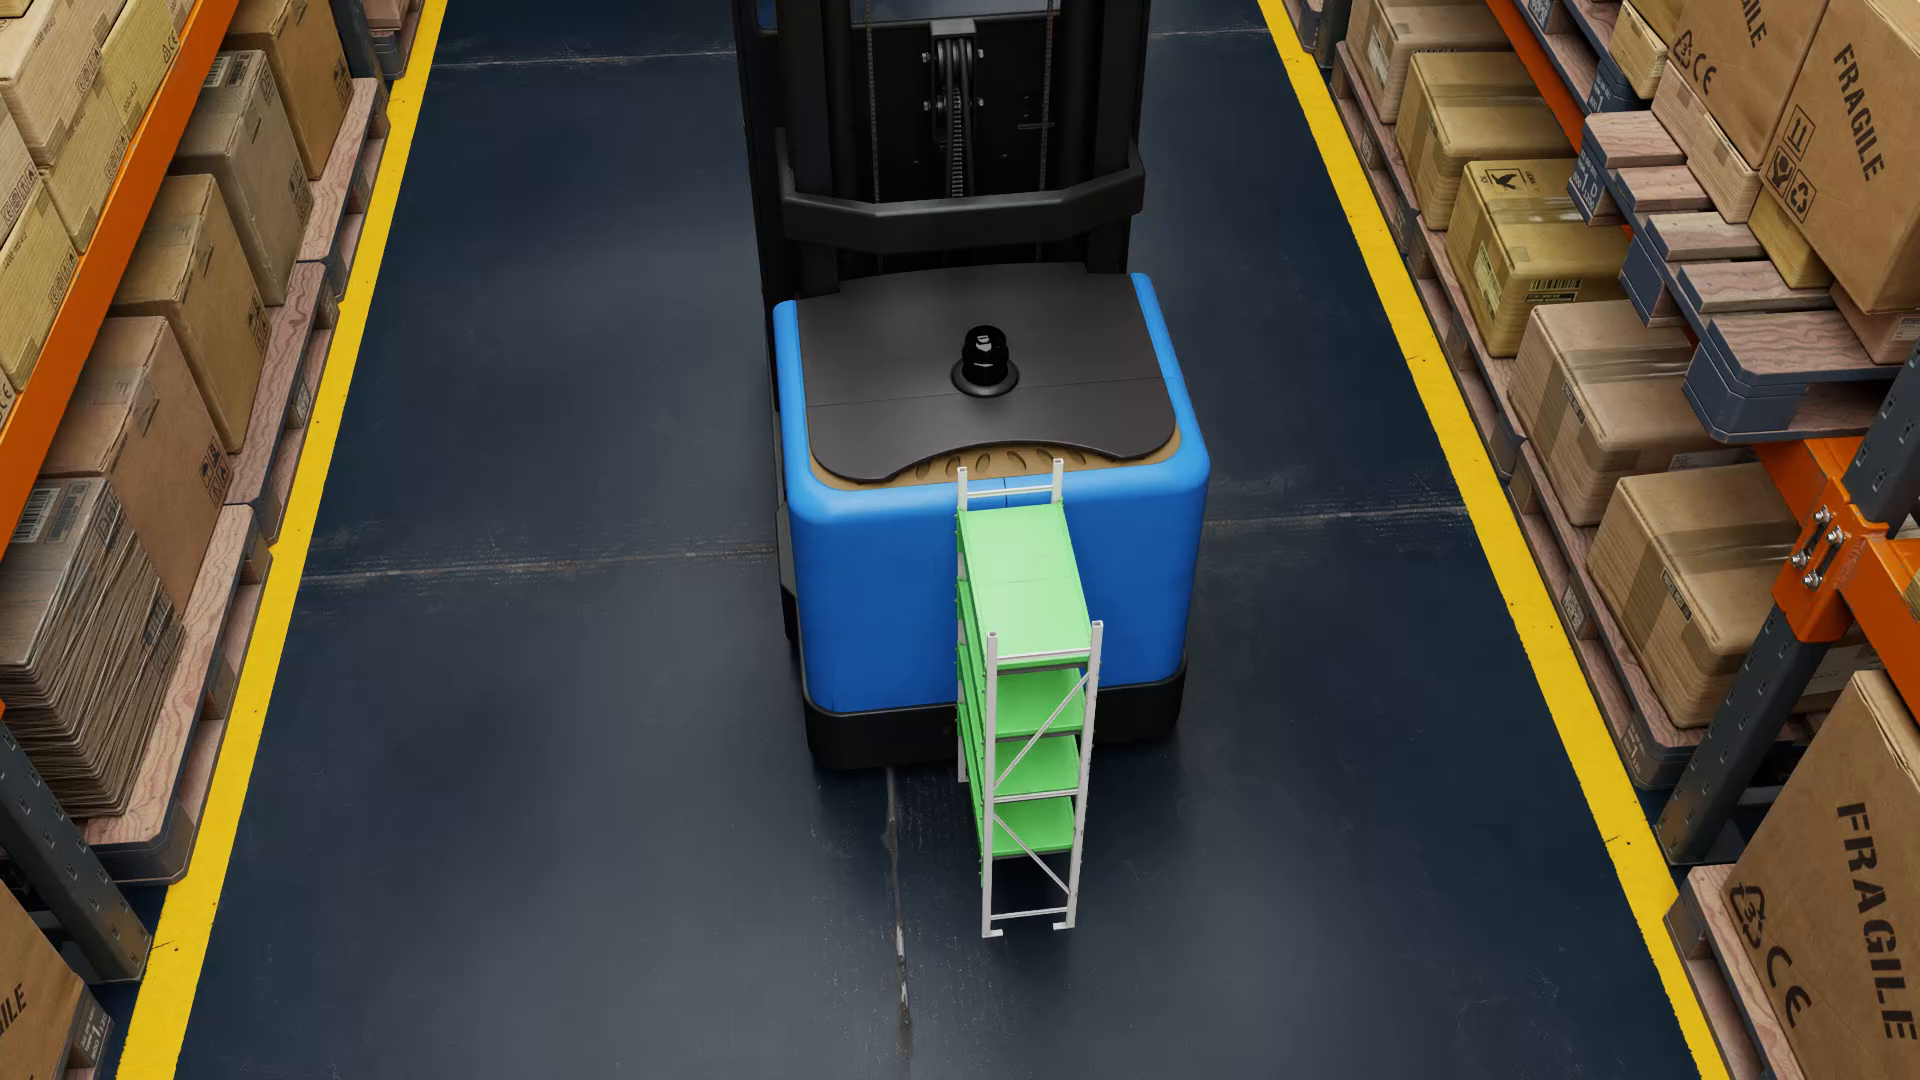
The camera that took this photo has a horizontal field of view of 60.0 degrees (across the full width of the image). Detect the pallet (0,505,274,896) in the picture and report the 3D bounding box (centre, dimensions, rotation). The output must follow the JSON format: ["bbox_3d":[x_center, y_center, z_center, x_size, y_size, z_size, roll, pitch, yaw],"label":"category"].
[{"bbox_3d":[-2.596,0.431,4.697,1.003,0.211,1.213,-3,47,-3],"label":"pallet"}]

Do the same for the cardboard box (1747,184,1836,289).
[{"bbox_3d":[2.023,-0.705,3.736,0.380,0.149,0.250,-3,47,-3],"label":"cardboard box"}]

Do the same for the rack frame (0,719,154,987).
[{"bbox_3d":[-2.566,0.070,3.118,1.000,3.000,0.127,-3,47,-3],"label":"rack frame"}]

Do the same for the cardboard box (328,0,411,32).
[{"bbox_3d":[-2.612,-2.393,7.055,0.500,0.250,0.500,-3,47,-3],"label":"cardboard box"}]

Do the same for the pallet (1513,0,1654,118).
[{"bbox_3d":[2.173,-1.598,4.830,1.003,0.211,1.213,-3,47,-3],"label":"pallet"}]

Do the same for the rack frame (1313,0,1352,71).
[{"bbox_3d":[2.045,-3.129,6.147,1.000,3.000,0.127,-3,47,-3],"label":"rack frame"}]

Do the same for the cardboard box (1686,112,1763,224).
[{"bbox_3d":[1.957,-0.885,3.906,0.380,0.149,0.250,-4,47,-4],"label":"cardboard box"}]

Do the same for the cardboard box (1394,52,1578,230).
[{"bbox_3d":[2.155,-1.470,6.097,0.950,0.372,0.625,-1,47,-1],"label":"cardboard box"}]

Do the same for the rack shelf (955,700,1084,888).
[{"bbox_3d":[0.145,0.629,4.247,0.258,0.148,0.480,-5,47,-5],"label":"rack shelf"}]

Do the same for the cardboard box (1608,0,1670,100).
[{"bbox_3d":[1.907,-1.265,4.266,0.380,0.149,0.250,-3,47,-3],"label":"cardboard box"}]

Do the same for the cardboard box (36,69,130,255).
[{"bbox_3d":[-2.447,-0.951,4.188,0.500,0.250,0.500,-5,47,-5],"label":"cardboard box"}]

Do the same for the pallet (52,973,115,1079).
[{"bbox_3d":[-2.542,1.571,3.617,1.003,0.211,1.213,-3,47,-3],"label":"pallet"}]

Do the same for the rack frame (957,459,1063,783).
[{"bbox_3d":[0.114,0.244,4.192,0.240,1.200,0.015,-5,47,-5],"label":"rack frame"}]

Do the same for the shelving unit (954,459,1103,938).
[{"bbox_3d":[0.145,0.420,4.026,0.258,1.200,0.503,-5,47,-5],"label":"shelving unit"}]

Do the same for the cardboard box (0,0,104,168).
[{"bbox_3d":[-2.427,-1.129,4.012,0.500,0.250,0.500,-5,47,-4],"label":"cardboard box"}]

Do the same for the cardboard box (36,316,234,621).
[{"bbox_3d":[-2.668,-0.182,4.703,0.875,0.625,0.625,-2,47,-2],"label":"cardboard box"}]

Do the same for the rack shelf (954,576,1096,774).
[{"bbox_3d":[0.145,0.299,3.898,0.258,0.148,0.480,-5,47,-5],"label":"rack shelf"}]

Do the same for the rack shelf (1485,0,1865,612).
[{"bbox_3d":[2.212,-1.434,5.038,1.077,0.370,4.000,-3,47,-3],"label":"rack shelf"}]

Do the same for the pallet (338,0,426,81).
[{"bbox_3d":[-2.926,-2.443,7.419,1.003,0.211,1.213,-3,47,-3],"label":"pallet"}]

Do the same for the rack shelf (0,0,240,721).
[{"bbox_3d":[-2.734,-1.130,4.750,1.077,0.370,4.000,-3,47,-3],"label":"rack shelf"}]

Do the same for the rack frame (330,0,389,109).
[{"bbox_3d":[-2.901,-2.824,5.859,1.000,3.000,0.127,-3,47,-3],"label":"rack frame"}]

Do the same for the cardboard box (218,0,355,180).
[{"bbox_3d":[-2.846,-1.775,6.212,0.875,0.625,0.625,-2,47,-2],"label":"cardboard box"}]

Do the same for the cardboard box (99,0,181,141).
[{"bbox_3d":[-2.489,-1.326,4.543,0.500,0.250,0.500,-2,47,-2],"label":"cardboard box"}]

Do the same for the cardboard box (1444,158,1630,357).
[{"bbox_3d":[2.215,-0.967,5.621,0.950,0.372,0.625,-2,47,-2],"label":"cardboard box"}]

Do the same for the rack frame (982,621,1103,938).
[{"bbox_3d":[0.175,0.596,3.860,0.240,1.200,0.015,-5,47,-5],"label":"rack frame"}]

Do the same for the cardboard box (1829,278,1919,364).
[{"bbox_3d":[2.118,-0.515,3.556,0.380,0.149,0.250,-2,47,-2],"label":"cardboard box"}]

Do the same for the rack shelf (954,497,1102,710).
[{"bbox_3d":[0.145,0.134,3.724,0.258,0.148,0.480,-5,47,-5],"label":"rack shelf"}]

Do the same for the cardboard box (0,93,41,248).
[{"bbox_3d":[-2.401,-0.749,3.652,0.500,0.250,0.500,-2,47,-2],"label":"cardboard box"}]

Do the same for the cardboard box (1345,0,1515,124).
[{"bbox_3d":[2.091,-1.990,6.589,0.950,0.372,0.625,-3,47,-3],"label":"cardboard box"}]

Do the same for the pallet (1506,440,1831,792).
[{"bbox_3d":[2.316,0.159,4.954,1.003,0.211,1.213,-3,47,-3],"label":"pallet"}]

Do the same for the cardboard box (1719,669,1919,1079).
[{"bbox_3d":[2.355,0.856,3.547,0.875,0.875,0.875,-4,47,-4],"label":"cardboard box"}]

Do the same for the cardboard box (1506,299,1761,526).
[{"bbox_3d":[2.272,-0.418,5.101,0.950,0.372,0.625,-4,47,-4],"label":"cardboard box"}]

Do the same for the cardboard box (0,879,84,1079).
[{"bbox_3d":[-2.317,1.078,3.596,0.500,0.500,0.500,-2,47,-2],"label":"cardboard box"}]

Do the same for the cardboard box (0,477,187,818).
[{"bbox_3d":[-2.605,0.290,4.256,0.875,0.625,0.625,-2,47,-2],"label":"cardboard box"}]

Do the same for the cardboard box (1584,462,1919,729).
[{"bbox_3d":[2.342,0.115,4.596,0.950,0.372,0.625,-6,47,-6],"label":"cardboard box"}]

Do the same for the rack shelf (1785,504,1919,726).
[{"bbox_3d":[2.547,1.460,2.297,1.077,0.370,4.000,-3,47,-3],"label":"rack shelf"}]

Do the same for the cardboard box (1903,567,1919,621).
[{"bbox_3d":[2.170,0.186,3.111,0.500,0.250,0.500,-4,47,-4],"label":"cardboard box"}]

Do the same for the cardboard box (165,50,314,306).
[{"bbox_3d":[-2.789,-1.213,5.679,0.875,0.625,0.625,-4,47,-4],"label":"cardboard box"}]

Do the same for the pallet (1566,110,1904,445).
[{"bbox_3d":[2.214,-0.678,3.958,1.213,0.211,1.003,-3,47,-3],"label":"pallet"}]

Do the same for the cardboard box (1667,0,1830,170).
[{"bbox_3d":[2.010,-1.201,3.759,0.500,0.500,0.500,-4,47,-4],"label":"cardboard box"}]

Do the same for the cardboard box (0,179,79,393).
[{"bbox_3d":[-2.397,-0.579,3.835,0.500,0.250,0.500,-4,47,-4],"label":"cardboard box"}]

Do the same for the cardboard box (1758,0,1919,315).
[{"bbox_3d":[2.064,-0.828,3.405,0.500,0.500,0.500,-5,47,-4],"label":"cardboard box"}]

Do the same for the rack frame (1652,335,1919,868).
[{"bbox_3d":[2.380,-0.235,3.406,1.000,3.000,0.127,-3,47,-3],"label":"rack frame"}]

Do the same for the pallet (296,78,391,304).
[{"bbox_3d":[-2.801,-1.335,6.369,1.003,0.211,1.213,-3,47,-3],"label":"pallet"}]

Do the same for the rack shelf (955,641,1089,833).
[{"bbox_3d":[0.145,0.464,4.072,0.258,0.148,0.480,-5,47,-5],"label":"rack shelf"}]

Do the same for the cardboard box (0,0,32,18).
[{"bbox_3d":[-2.418,-1.369,3.965,0.380,0.149,0.250,-3,47,-2],"label":"cardboard box"}]

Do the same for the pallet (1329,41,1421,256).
[{"bbox_3d":[2.111,-1.607,6.626,1.003,0.211,1.213,-3,47,-3],"label":"pallet"}]

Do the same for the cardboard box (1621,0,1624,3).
[{"bbox_3d":[2.012,-1.455,4.446,0.380,0.149,0.250,-3,47,-3],"label":"cardboard box"}]

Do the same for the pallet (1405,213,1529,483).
[{"bbox_3d":[2.217,-0.722,5.788,1.003,0.211,1.213,-3,47,-3],"label":"pallet"}]

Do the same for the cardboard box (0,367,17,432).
[{"bbox_3d":[-2.360,-0.215,3.490,0.500,0.250,0.500,-3,47,-3],"label":"cardboard box"}]

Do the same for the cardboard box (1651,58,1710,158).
[{"bbox_3d":[1.944,-1.067,4.079,0.380,0.149,0.250,-5,47,-5],"label":"cardboard box"}]

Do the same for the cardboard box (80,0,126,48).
[{"bbox_3d":[-2.495,-1.497,4.360,0.500,0.250,0.500,-3,47,-3],"label":"cardboard box"}]

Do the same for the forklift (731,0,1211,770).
[{"bbox_3d":[-0.078,-1.458,4.612,1.130,2.935,3.031,-5,47,-5],"label":"forklift"}]

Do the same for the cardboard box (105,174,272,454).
[{"bbox_3d":[-2.724,-0.669,5.164,0.875,0.625,0.625,-5,47,-5],"label":"cardboard box"}]

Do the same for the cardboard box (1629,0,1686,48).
[{"bbox_3d":[1.967,-1.566,4.104,0.500,0.500,0.500,-6,47,-6],"label":"cardboard box"}]

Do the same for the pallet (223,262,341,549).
[{"bbox_3d":[-2.695,-0.450,5.531,1.003,0.211,1.213,-3,47,-3],"label":"pallet"}]

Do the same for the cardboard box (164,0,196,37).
[{"bbox_3d":[-2.540,-1.699,4.897,0.500,0.250,0.500,-3,47,-3],"label":"cardboard box"}]

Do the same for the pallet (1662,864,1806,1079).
[{"bbox_3d":[2.370,1.299,3.874,1.003,0.211,1.213,-3,47,-3],"label":"pallet"}]

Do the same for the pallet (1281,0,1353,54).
[{"bbox_3d":[1.953,-2.654,7.618,1.003,0.211,1.213,-3,47,-3],"label":"pallet"}]

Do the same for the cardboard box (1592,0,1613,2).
[{"bbox_3d":[1.909,-1.632,4.613,0.380,0.149,0.250,-5,47,-5],"label":"cardboard box"}]
